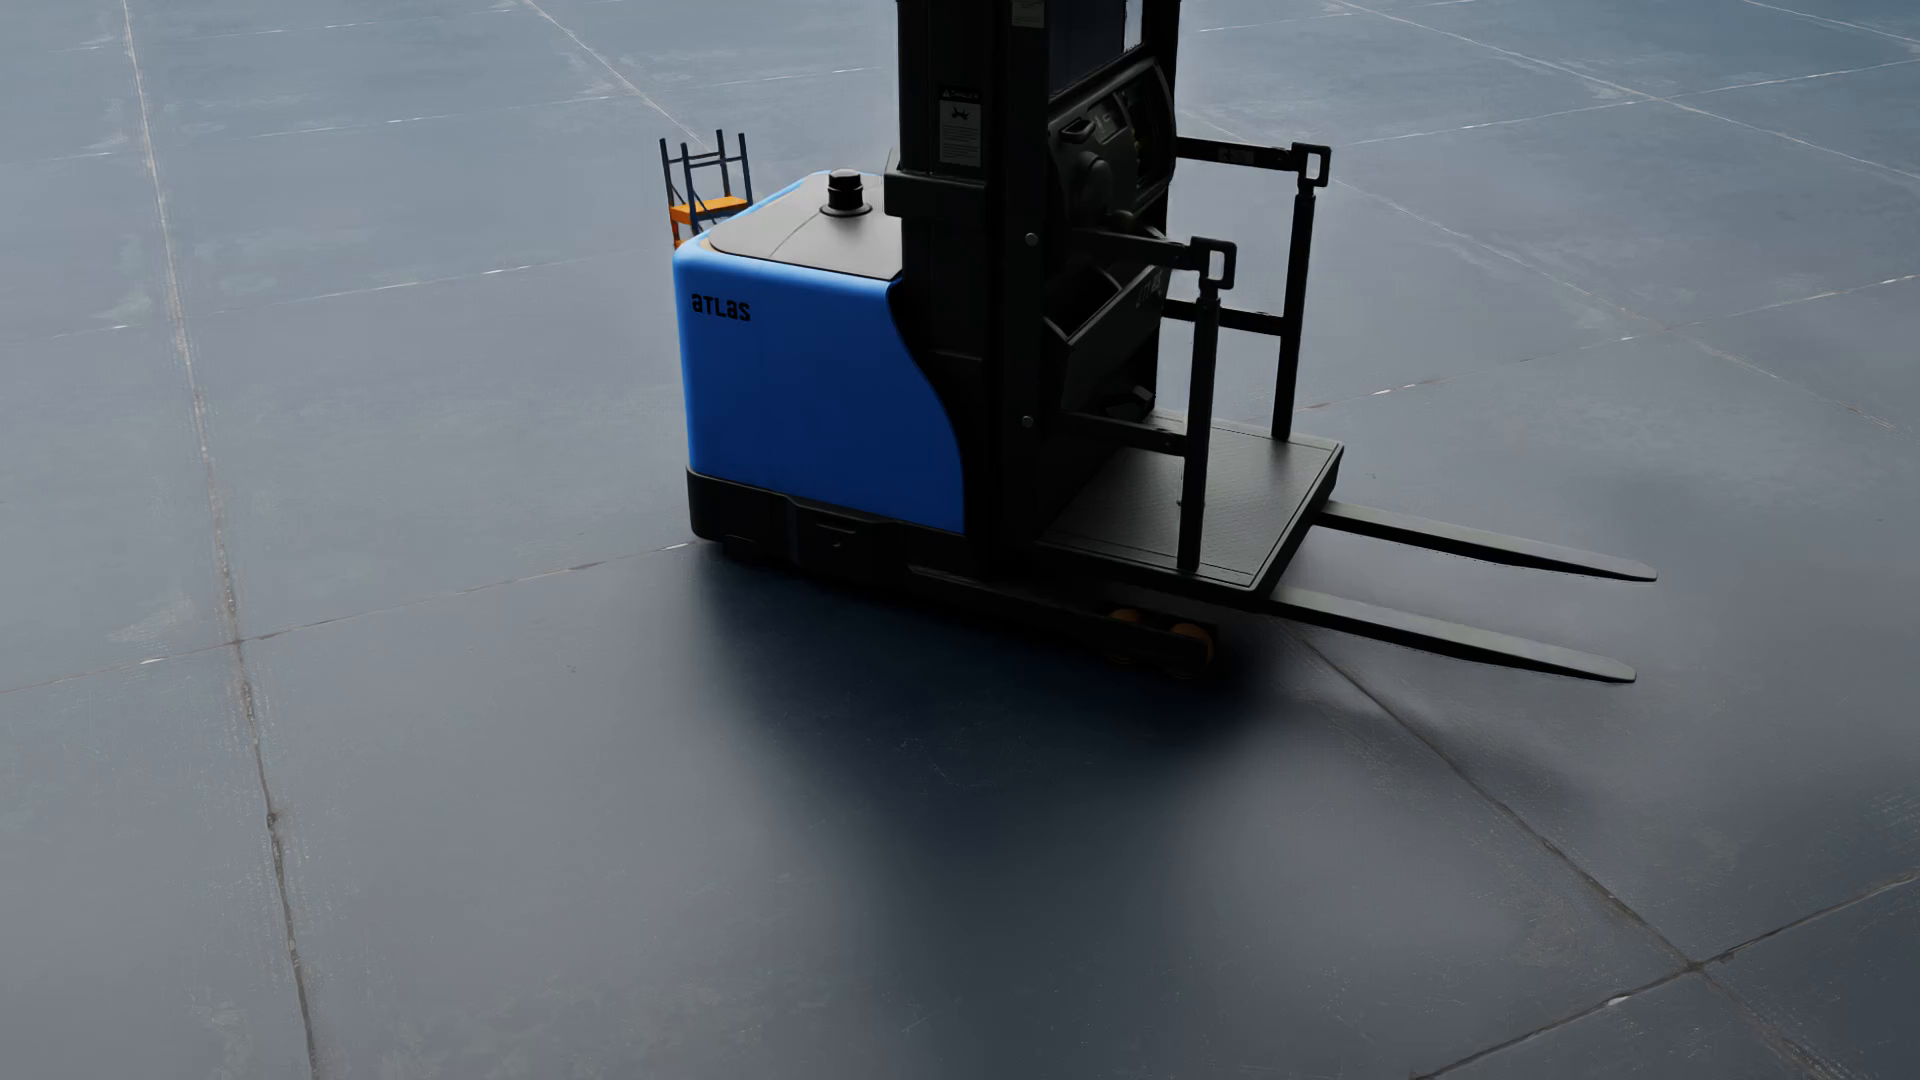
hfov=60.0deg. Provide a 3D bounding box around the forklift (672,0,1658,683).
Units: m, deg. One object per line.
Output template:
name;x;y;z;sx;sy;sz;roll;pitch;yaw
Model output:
forklift;0.638;-1.156;4.814;3.031;2.935;1.130;13;32;22

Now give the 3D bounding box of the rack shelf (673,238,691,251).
rack shelf;-0.871;-1.039;5.966;0.258;0.103;0.180;-18;25;-28

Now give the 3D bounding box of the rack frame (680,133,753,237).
rack frame;-0.805;-0.834;5.966;0.240;1.200;0.006;-18;25;-28

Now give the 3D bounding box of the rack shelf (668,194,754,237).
rack shelf;-0.881;-1.150;5.921;0.258;0.103;0.180;-18;25;-28

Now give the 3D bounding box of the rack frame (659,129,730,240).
rack frame;-0.904;-0.884;6.111;0.240;1.200;0.006;-18;25;-28

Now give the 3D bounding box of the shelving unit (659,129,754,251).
shelving unit;-0.855;-0.859;6.038;0.258;1.200;0.189;-18;25;-28
